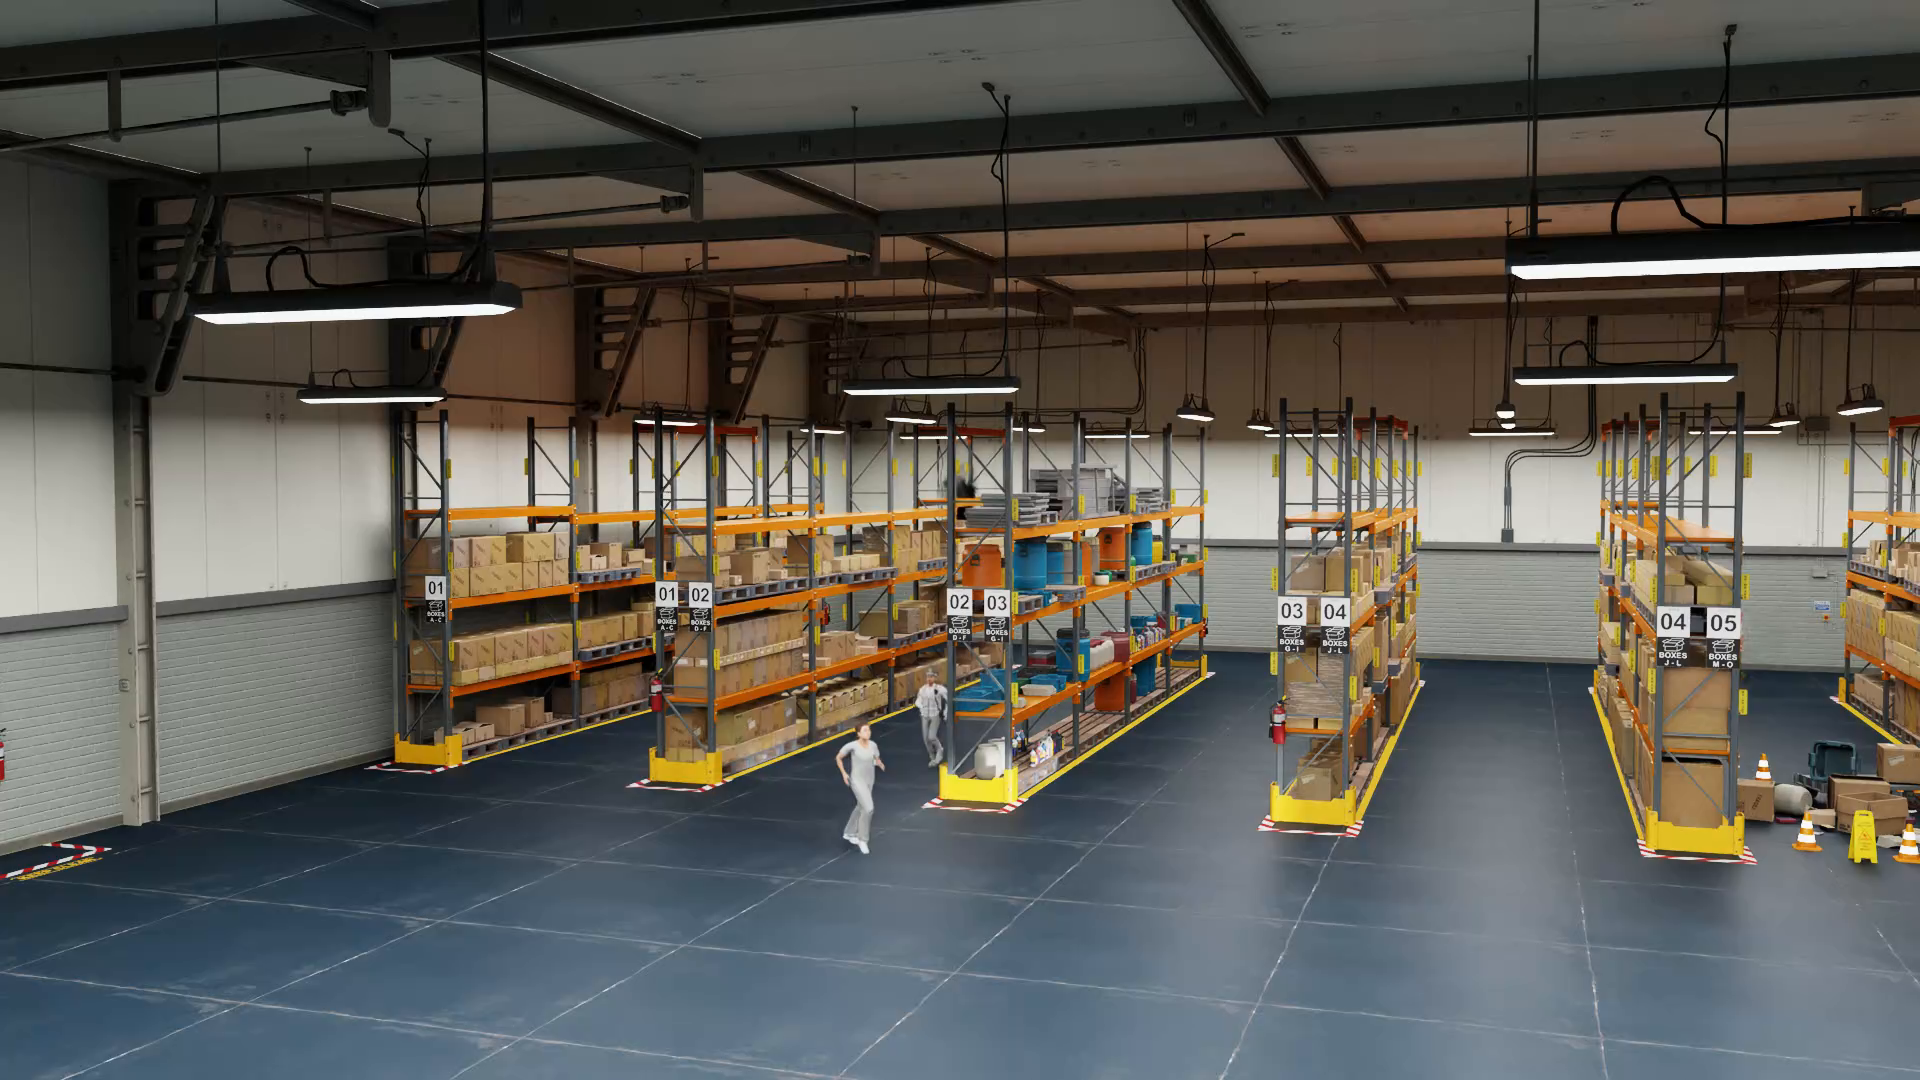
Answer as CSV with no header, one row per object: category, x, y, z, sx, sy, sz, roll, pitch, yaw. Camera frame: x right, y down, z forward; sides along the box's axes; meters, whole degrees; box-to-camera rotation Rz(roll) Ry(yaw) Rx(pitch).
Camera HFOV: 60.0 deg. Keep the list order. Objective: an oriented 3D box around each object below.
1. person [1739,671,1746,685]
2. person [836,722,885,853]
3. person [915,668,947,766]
person,17.399,2.528,37.481,0.647,1.755,0.650,1,3,20
person,-1.287,3.239,21.879,0.742,1.717,0.553,2,3,44
person,-0.483,2.973,27.833,0.597,1.660,0.569,1,3,22
